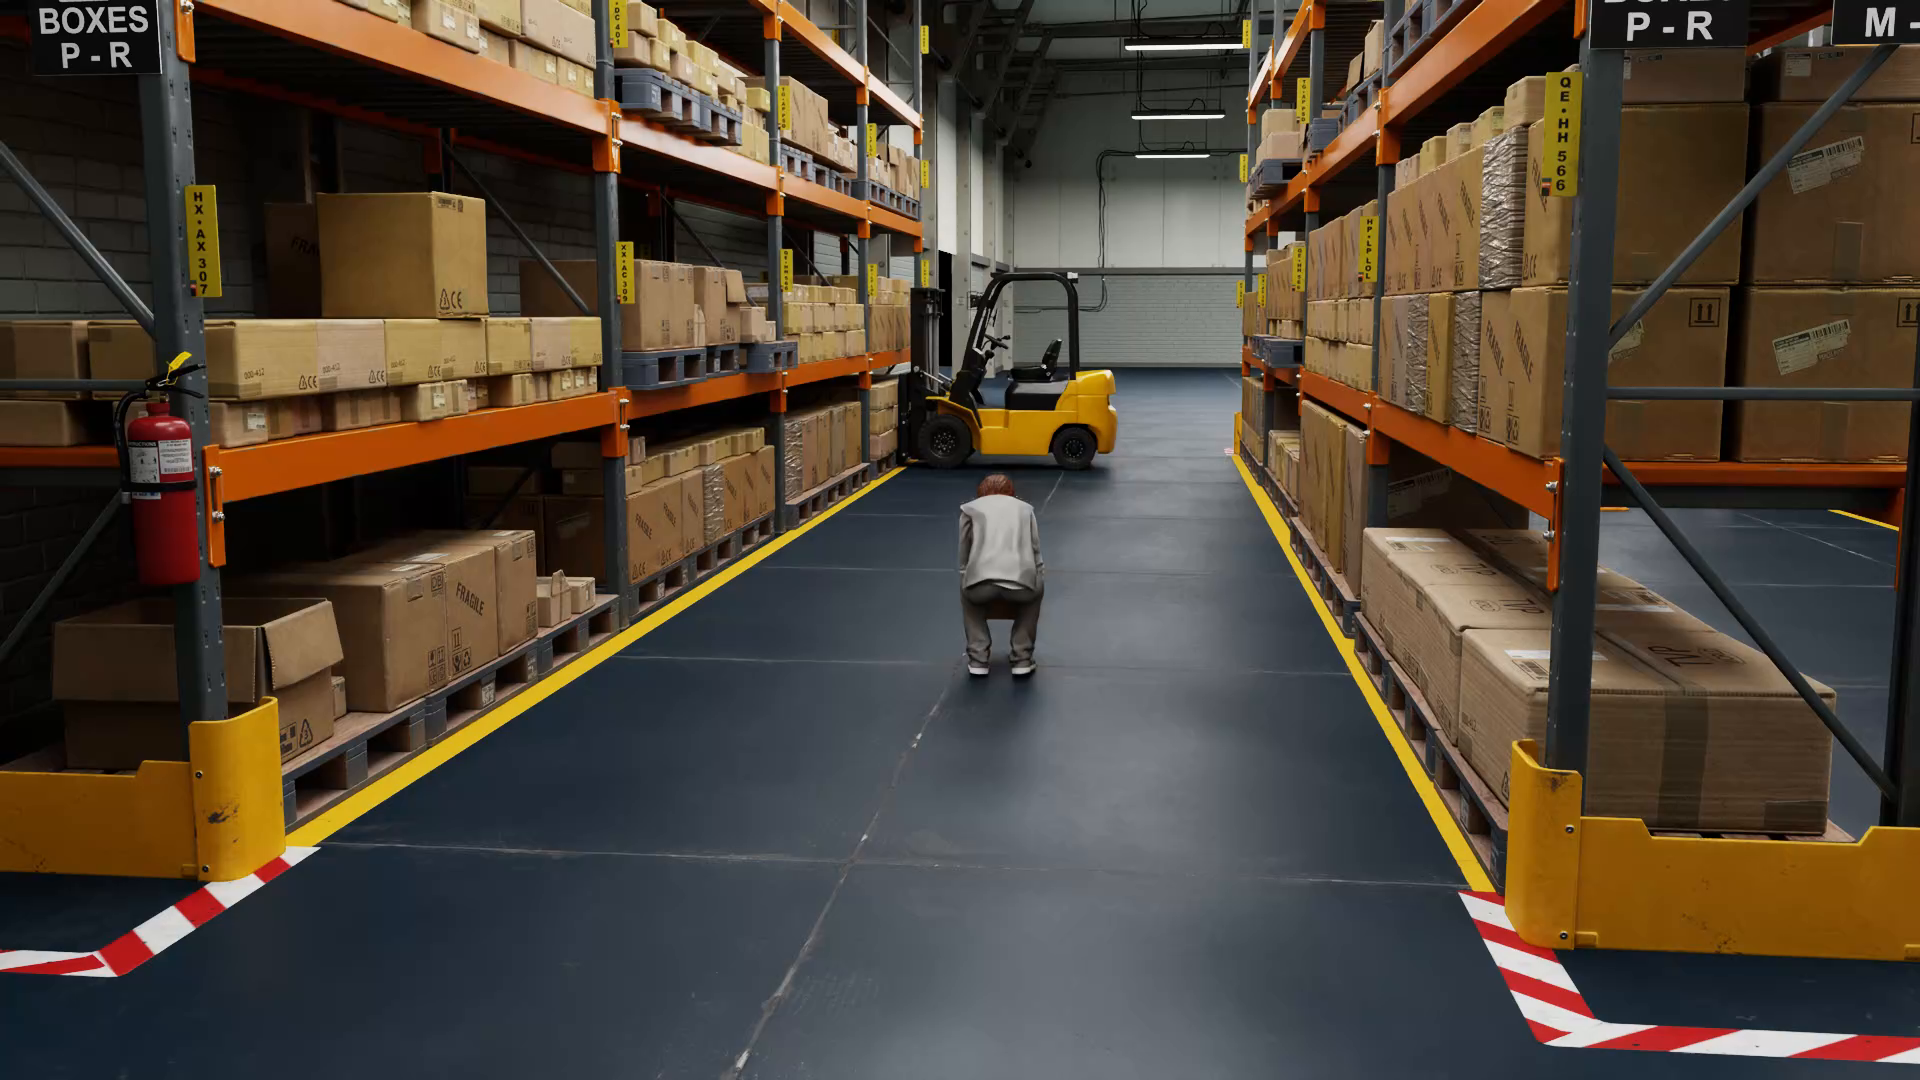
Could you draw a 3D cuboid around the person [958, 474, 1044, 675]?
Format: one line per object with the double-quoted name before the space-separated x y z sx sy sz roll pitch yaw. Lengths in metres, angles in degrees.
"person" 0.189 0.176 8.061 0.442 0.919 0.792 1 8 6
